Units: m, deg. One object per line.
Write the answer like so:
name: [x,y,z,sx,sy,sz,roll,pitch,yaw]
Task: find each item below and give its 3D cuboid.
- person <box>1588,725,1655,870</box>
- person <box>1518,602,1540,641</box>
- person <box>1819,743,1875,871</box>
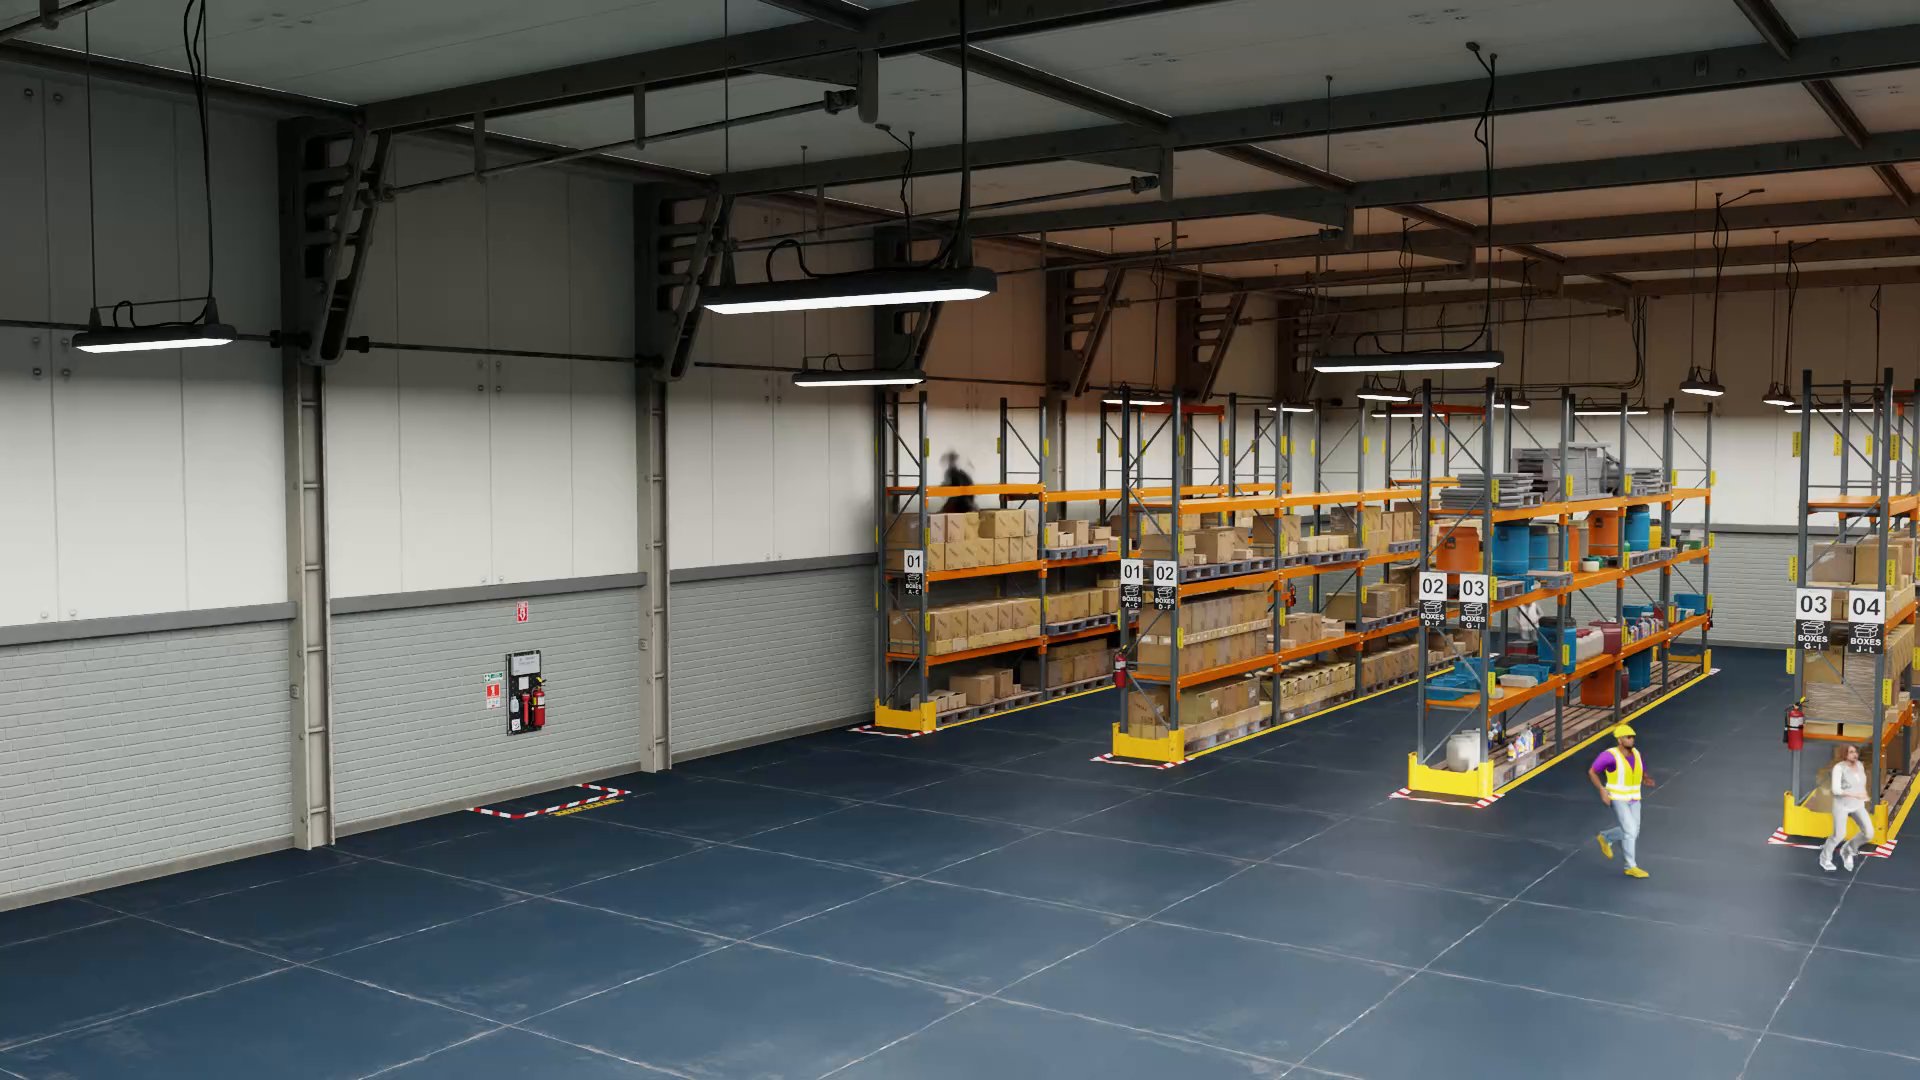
person: [7.784,3.009,19.567,0.705,1.678,0.754,-1,3,-22]
person: [13.007,2.061,38.003,0.545,1.701,0.732,2,4,26]
person: [9.253,2.931,22.542,1.995,1.507,7.320,0,3,-7]
